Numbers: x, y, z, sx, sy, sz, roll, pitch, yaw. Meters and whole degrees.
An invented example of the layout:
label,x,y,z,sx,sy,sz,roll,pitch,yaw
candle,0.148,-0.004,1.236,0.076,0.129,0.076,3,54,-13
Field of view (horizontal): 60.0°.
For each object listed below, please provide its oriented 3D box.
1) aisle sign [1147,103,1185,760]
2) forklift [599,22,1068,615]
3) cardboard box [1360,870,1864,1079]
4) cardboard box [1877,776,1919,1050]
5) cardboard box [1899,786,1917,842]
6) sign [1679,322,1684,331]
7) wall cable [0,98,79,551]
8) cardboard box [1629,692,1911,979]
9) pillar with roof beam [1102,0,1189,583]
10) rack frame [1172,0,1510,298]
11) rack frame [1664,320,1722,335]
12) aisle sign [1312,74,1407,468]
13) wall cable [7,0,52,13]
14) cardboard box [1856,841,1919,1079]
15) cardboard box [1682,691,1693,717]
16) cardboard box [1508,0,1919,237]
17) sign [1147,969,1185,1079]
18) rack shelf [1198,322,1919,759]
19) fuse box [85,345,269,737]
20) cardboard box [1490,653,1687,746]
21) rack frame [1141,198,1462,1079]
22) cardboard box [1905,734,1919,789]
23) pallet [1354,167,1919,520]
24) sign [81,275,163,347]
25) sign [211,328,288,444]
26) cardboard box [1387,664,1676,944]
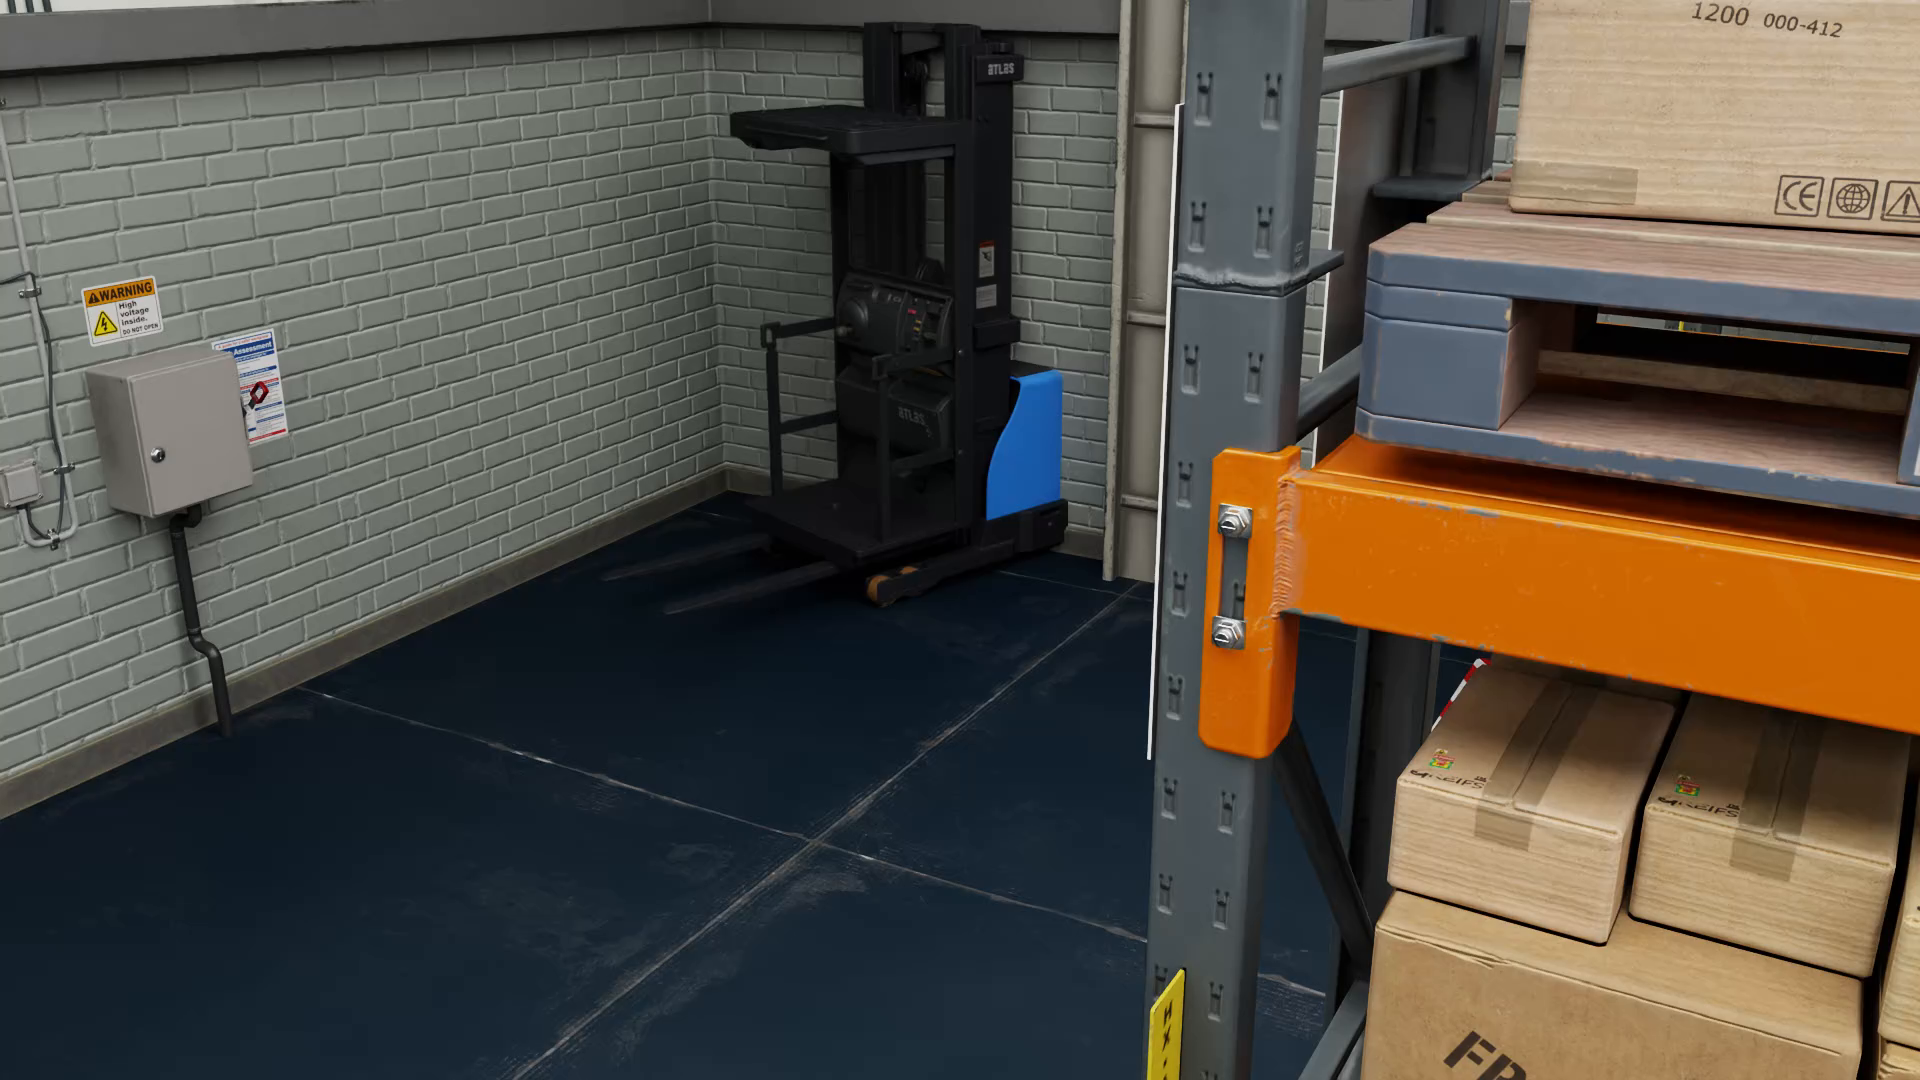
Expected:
label,x,y,z,sx,sy,sz,roll,pitch,yaw
aisle sign,0.330,-0.157,2.087,0.004,0.787,0.394,11,23,27
forklift,-0.522,-1.225,8.943,3.031,2.935,1.130,-16,26,-38
cardboard box,0.814,0.638,2.094,0.500,0.500,0.500,10,22,26
cardboard box,1.144,0.410,1.772,0.250,0.149,0.380,12,23,29
cardboard box,1.542,0.561,2.306,0.500,0.500,0.500,11,23,27
sign,2.687,-0.733,6.217,0.005,0.325,0.100,11,23,27
wall cable,-3.718,-0.842,6.297,0.122,1.984,0.588,11,23,27
cardboard box,0.973,0.333,1.985,0.250,0.149,0.380,11,23,29
pillar with roof beam,-1.062,-2.743,4.230,0.400,9.000,9.100,11,23,27
rack frame,0.534,-1.829,1.712,0.127,3.000,1.000,11,23,27
rack frame,2.952,-0.488,6.810,0.127,3.000,1.000,11,23,27
aisle sign,0.623,-0.336,2.579,0.004,0.787,0.394,11,23,27
wall cable,-2.808,-3.756,6.967,0.133,3.039,2.988,11,23,27
cardboard box,1.269,0.722,1.863,0.500,0.500,0.500,10,22,26
cardboard box,1.179,0.204,2.340,0.250,0.149,0.380,11,23,28
cardboard box,0.971,-0.545,2.028,0.500,0.250,0.500,9,22,22
sign,0.258,0.711,2.121,0.005,0.325,0.100,11,23,27
rack shelf,2.280,0.251,1.429,4.000,0.370,1.077,11,23,27
fuse box,-3.248,0.065,7.178,0.414,1.711,0.539,11,23,27
cardboard box,0.945,0.169,2.437,0.250,0.149,0.380,11,23,28
rack frame,0.534,0.991,2.735,0.127,3.000,1.000,11,23,27
cardboard box,1.445,0.222,2.291,0.250,0.149,0.380,11,22,27
pallet,1.187,-0.257,1.907,1.213,0.211,1.003,11,23,27
sign,-3.456,-0.947,6.867,0.001,0.242,0.339,11,23,27
sign,-3.188,-0.678,7.475,0.001,0.494,0.329,11,23,27
cardboard box,0.709,0.310,2.047,0.250,0.149,0.380,11,23,28
